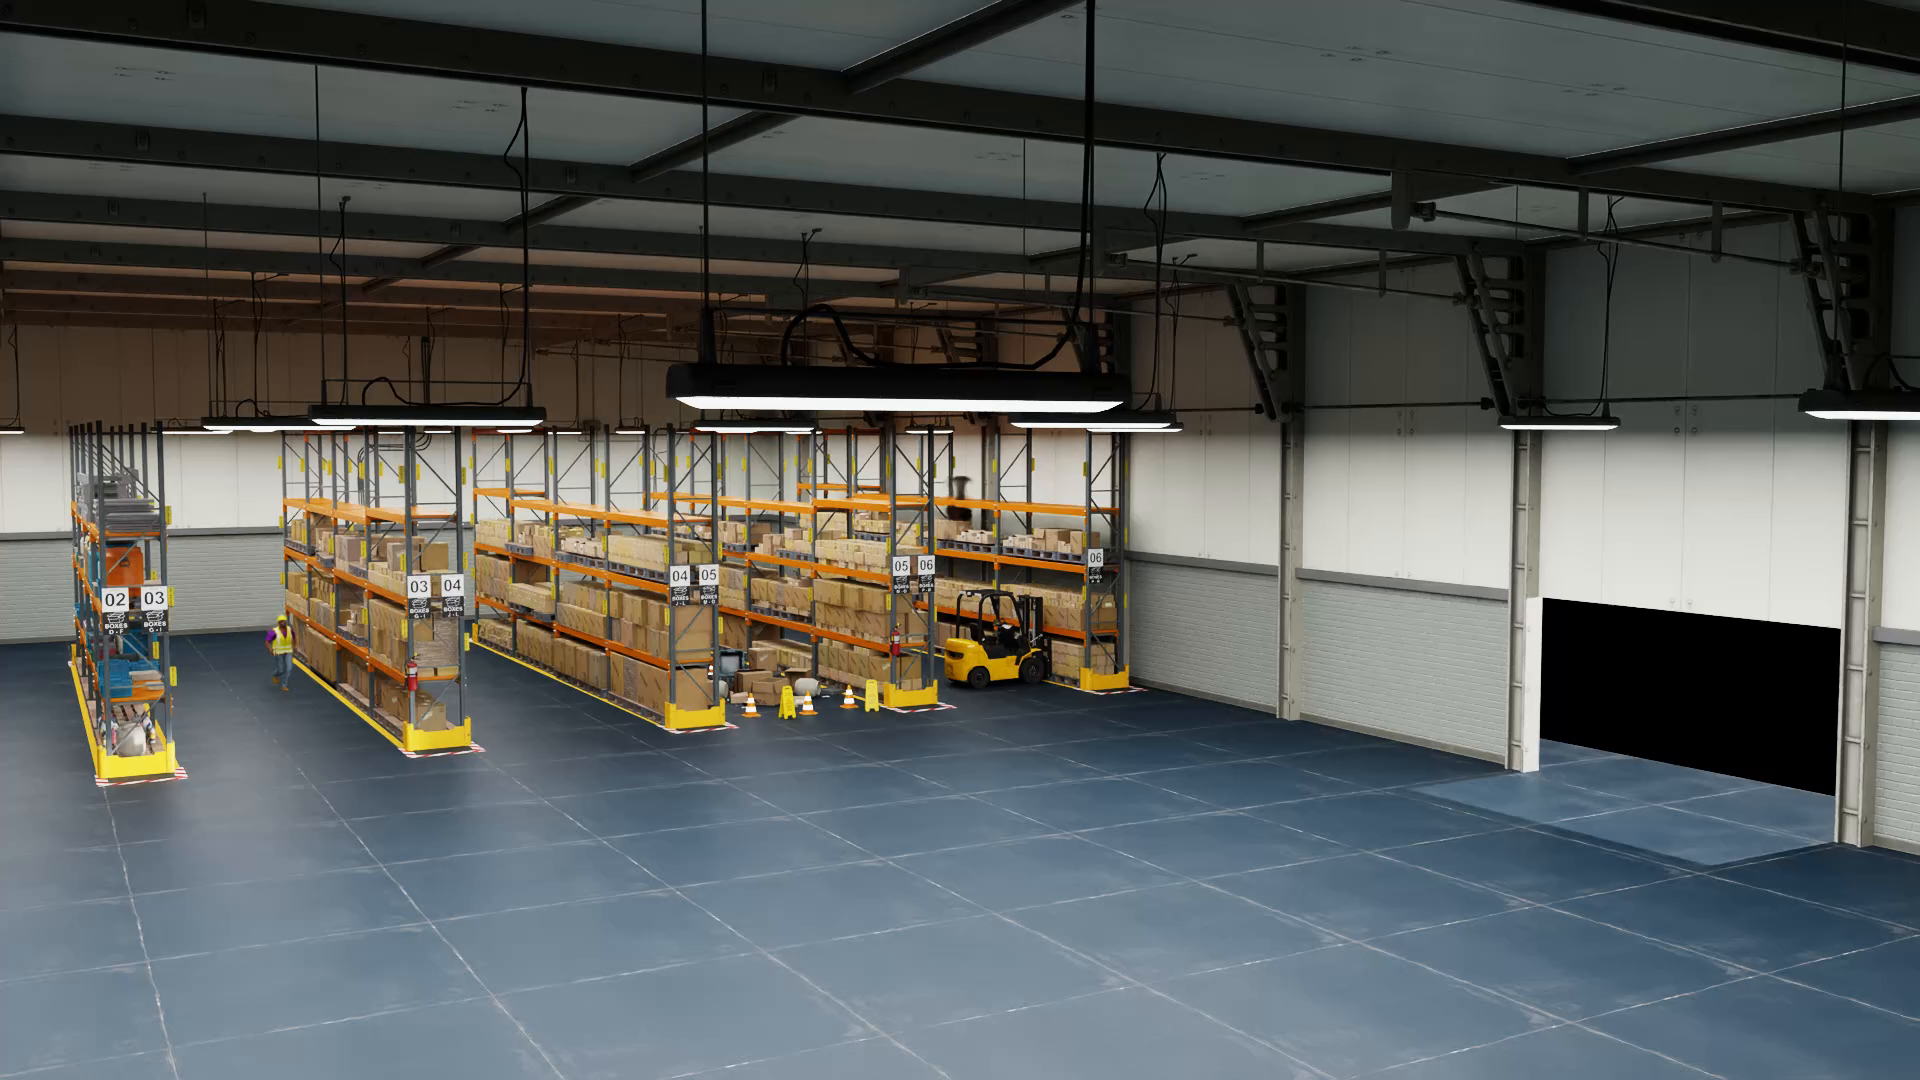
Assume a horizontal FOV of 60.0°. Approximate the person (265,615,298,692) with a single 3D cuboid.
[{"bbox_3d":[-15.326,2.550,37.577,0.708,1.719,0.712,-3,5,-41],"label":"person"}]
